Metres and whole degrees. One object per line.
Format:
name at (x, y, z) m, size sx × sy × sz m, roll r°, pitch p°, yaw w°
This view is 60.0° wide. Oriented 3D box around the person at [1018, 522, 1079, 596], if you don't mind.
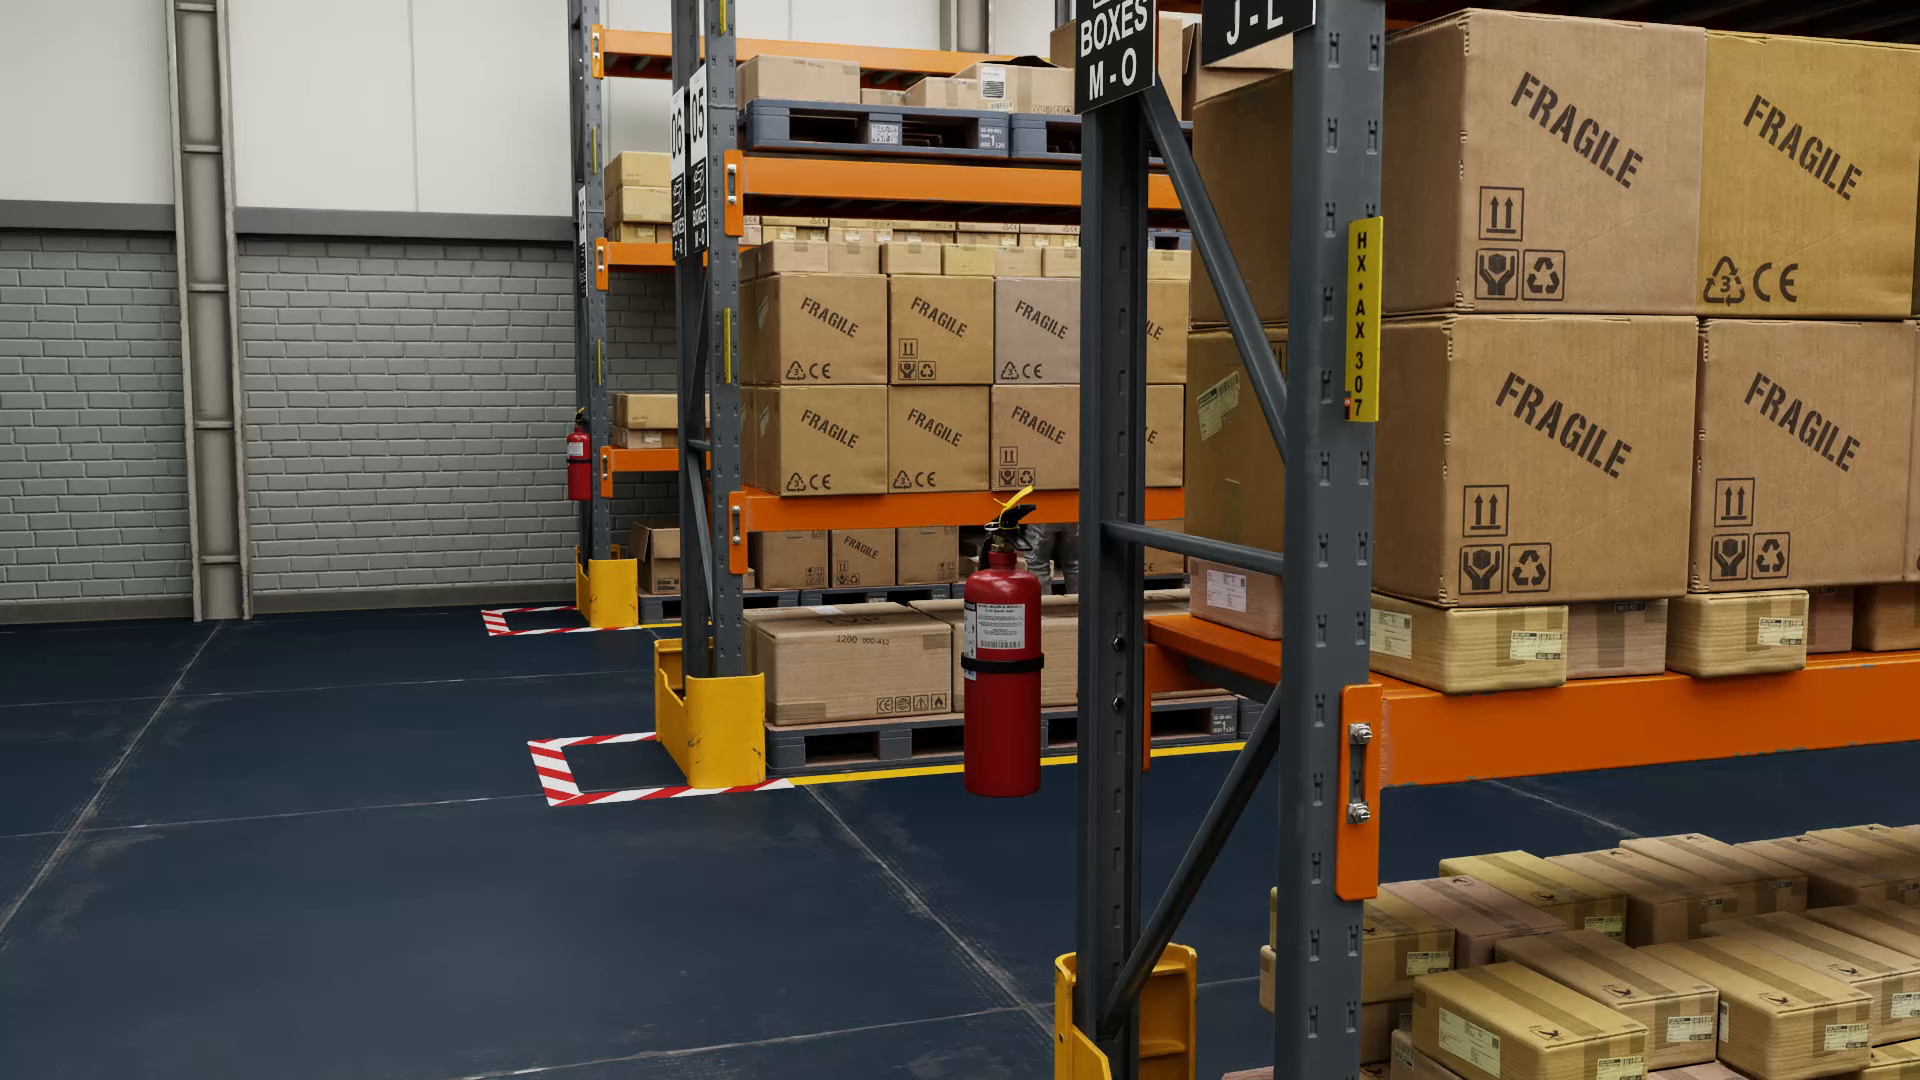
person at (0.653, -0.181, 11.541) m, size 0.624 × 1.774 × 0.454 m, roll -2°, pitch 6°, yaw -19°
